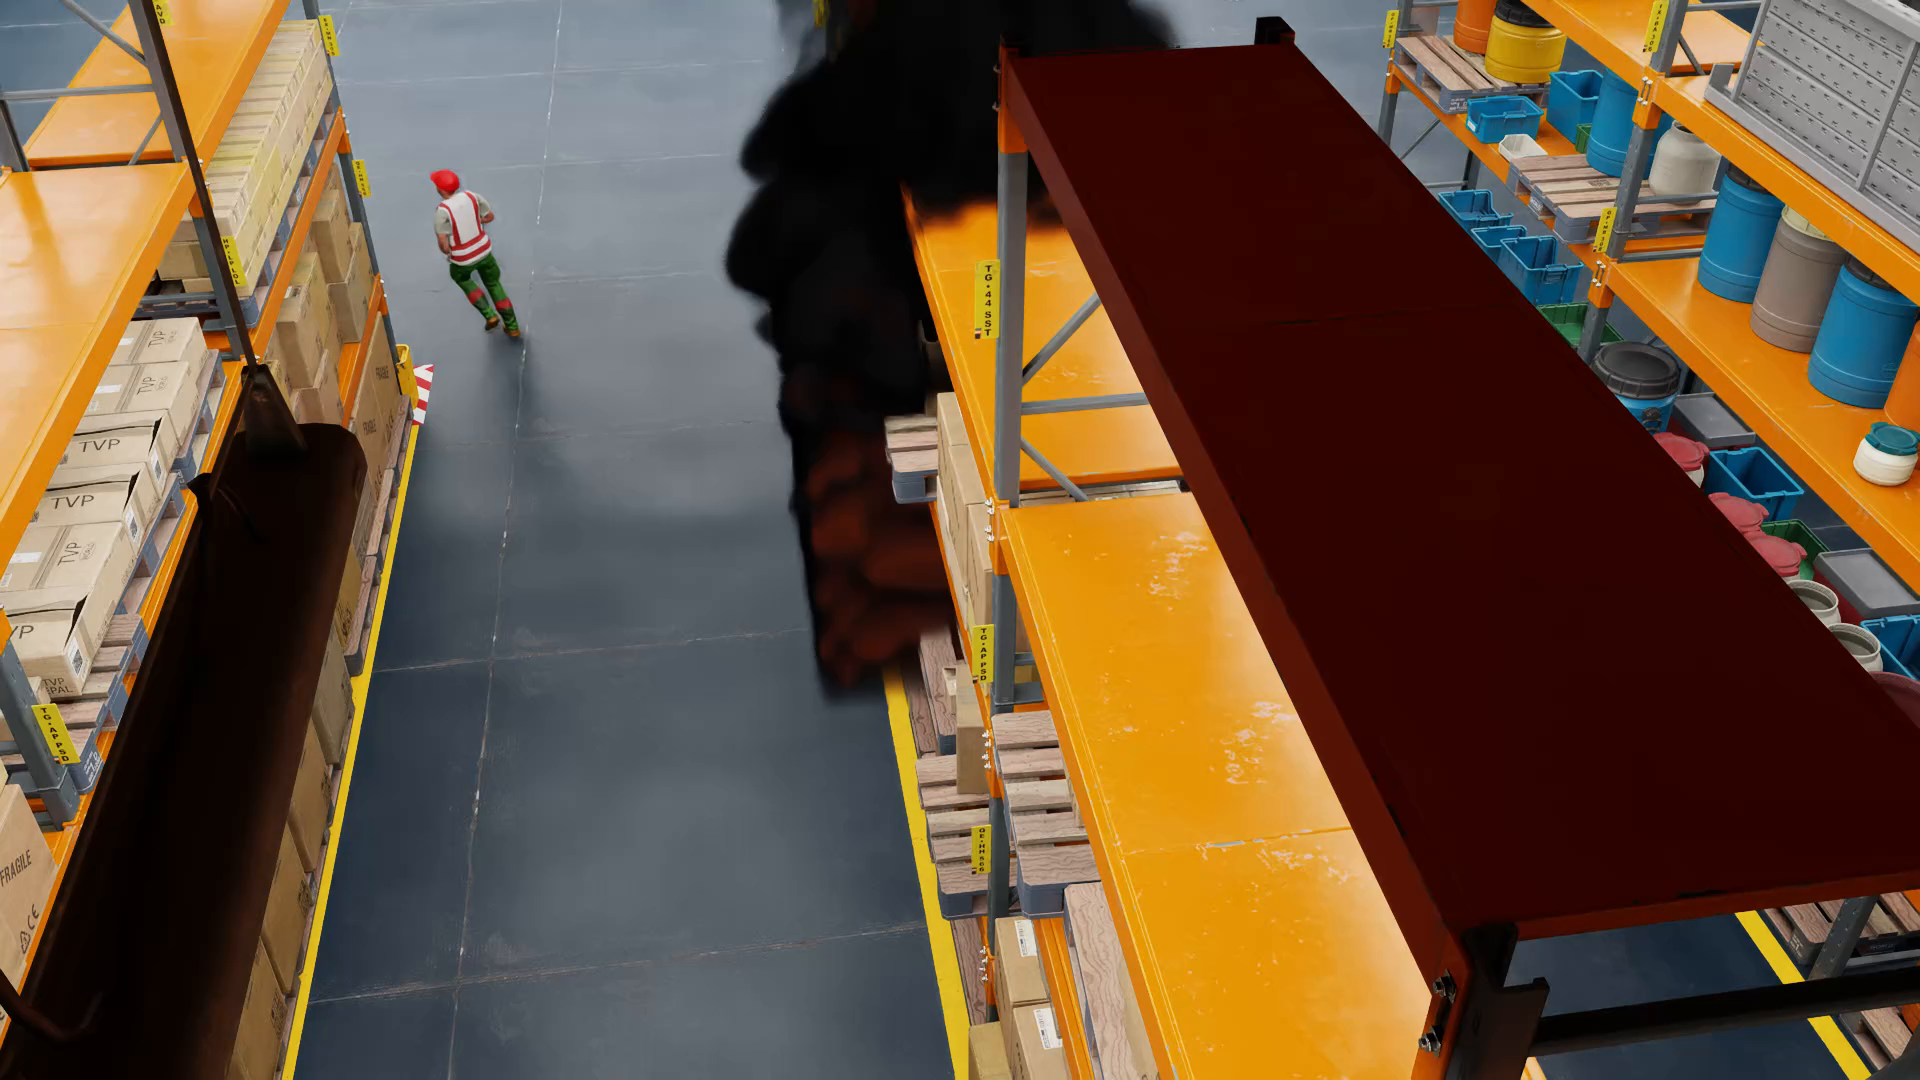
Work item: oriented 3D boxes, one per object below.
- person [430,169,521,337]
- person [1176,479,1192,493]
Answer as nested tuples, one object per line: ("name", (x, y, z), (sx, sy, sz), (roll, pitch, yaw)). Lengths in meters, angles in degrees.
("person", (-4.653, -2.682, 15.640), (0.661, 1.760, 0.658), (-25, 43, -30))
("person", (1.568, 0.249, 11.672), (0.603, 1.786, 0.866), (-9, 37, -11))
